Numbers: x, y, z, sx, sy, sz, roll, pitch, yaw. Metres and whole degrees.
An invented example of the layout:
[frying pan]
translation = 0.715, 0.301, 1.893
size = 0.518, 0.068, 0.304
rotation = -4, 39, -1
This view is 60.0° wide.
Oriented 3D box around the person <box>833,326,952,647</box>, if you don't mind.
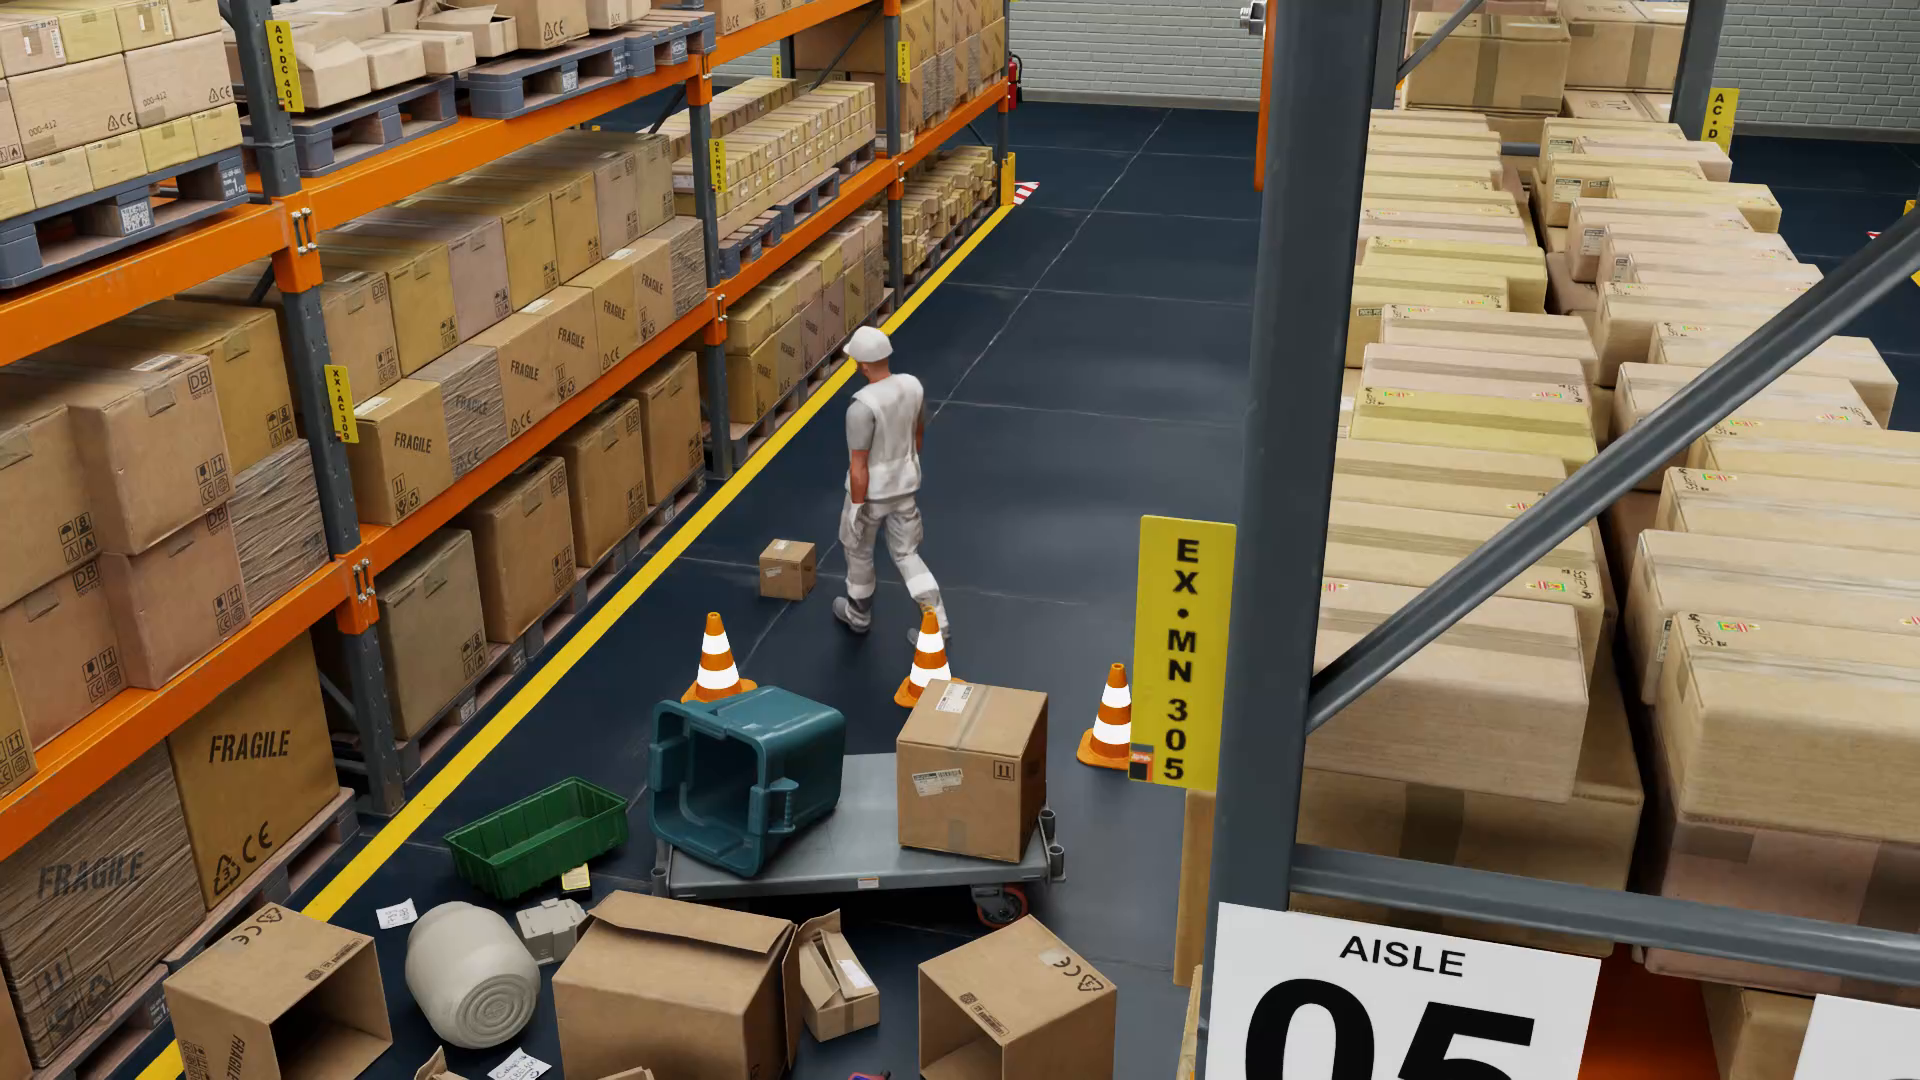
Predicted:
[person]
translation = -0.384, -0.249, 8.630
size = 0.560, 1.772, 0.897
rotation = -18, 31, -34
